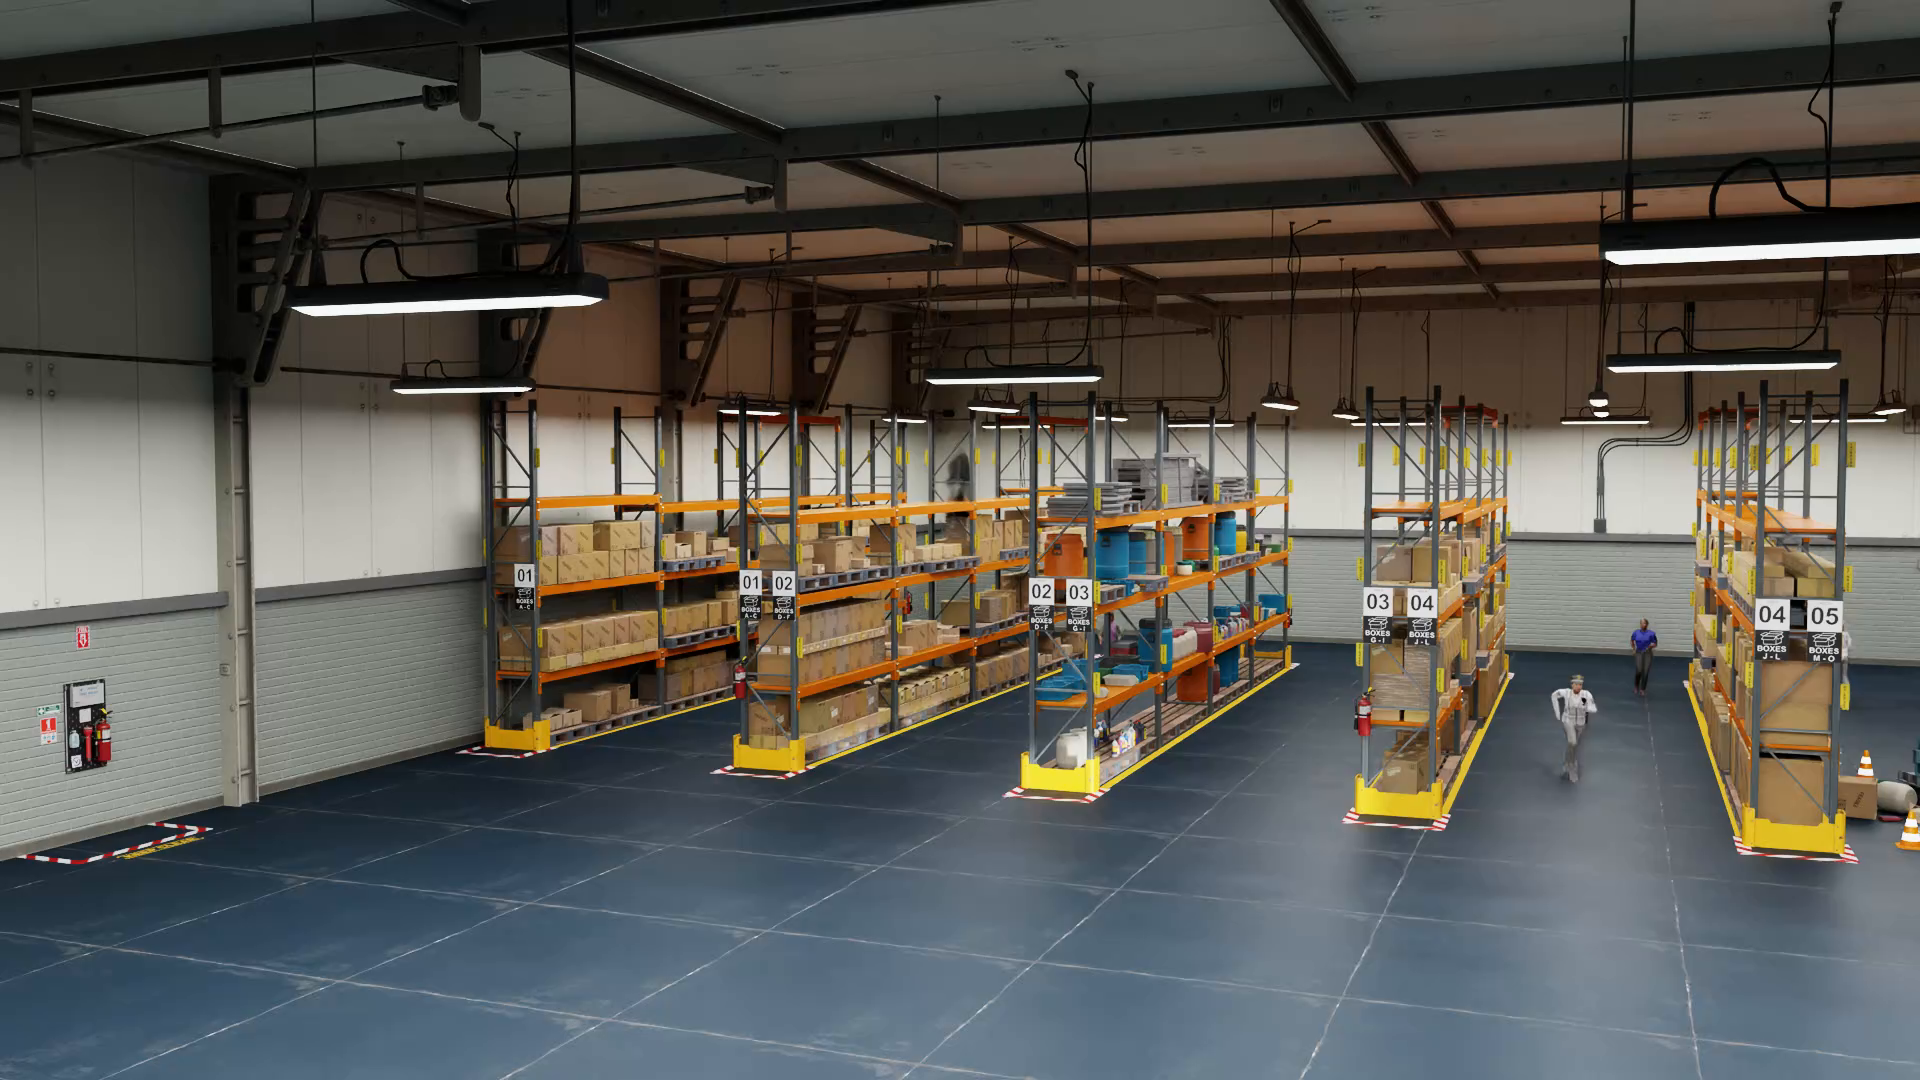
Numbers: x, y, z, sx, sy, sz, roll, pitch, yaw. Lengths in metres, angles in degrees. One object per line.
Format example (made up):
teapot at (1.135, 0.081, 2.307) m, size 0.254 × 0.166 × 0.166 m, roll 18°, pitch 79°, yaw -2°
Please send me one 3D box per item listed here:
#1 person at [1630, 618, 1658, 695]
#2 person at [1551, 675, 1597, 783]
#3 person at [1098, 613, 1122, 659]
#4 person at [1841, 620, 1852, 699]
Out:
person at (14.363, 2.490, 34.936) m, size 0.554 × 1.580 × 0.625 m, roll 1°, pitch 3°, yaw 24°
person at (9.564, 2.901, 25.941) m, size 0.605 × 1.679 × 0.907 m, roll 0°, pitch 3°, yaw 3°
person at (3.351, 2.397, 37.122) m, size 0.529 × 1.577 × 0.760 m, roll 0°, pitch 3°, yaw 9°
person at (18.096, 2.476, 34.241) m, size 0.552 × 1.735 × 0.801 m, roll 0°, pitch 3°, yaw 7°
